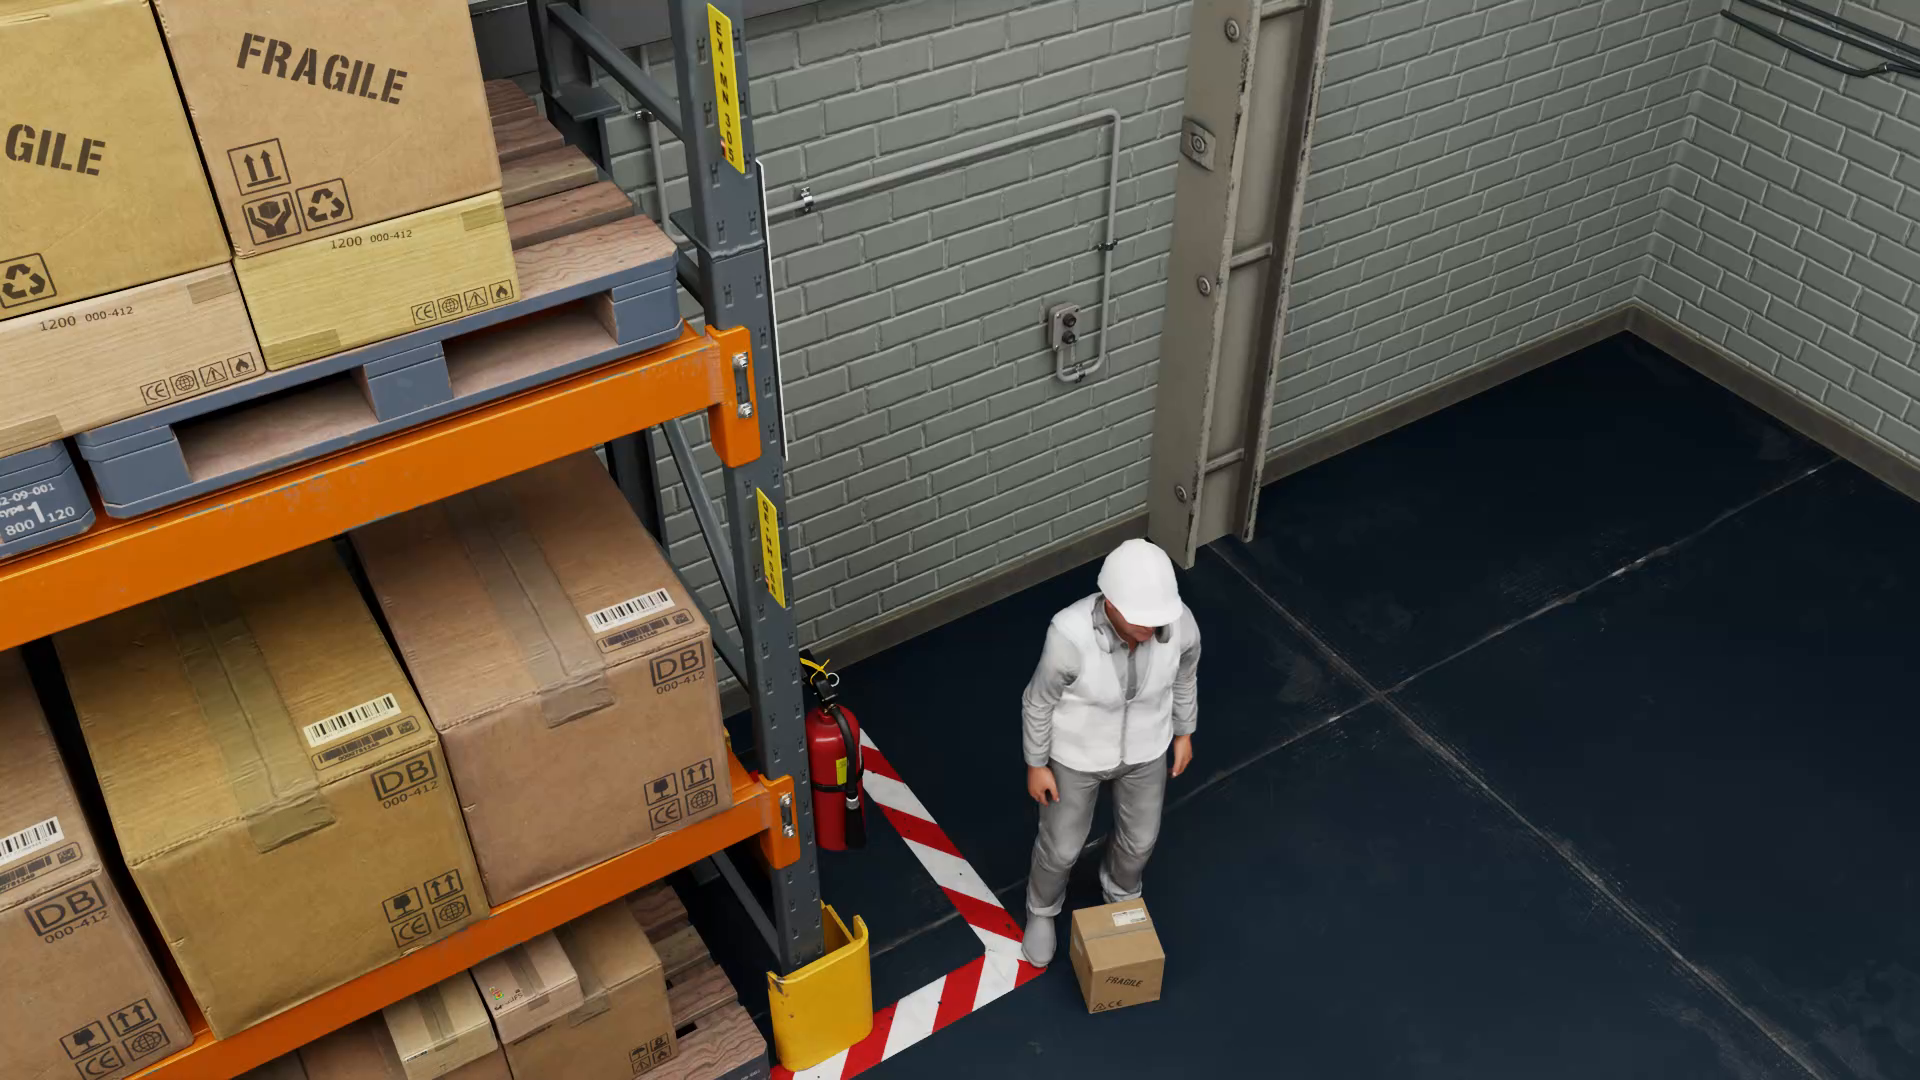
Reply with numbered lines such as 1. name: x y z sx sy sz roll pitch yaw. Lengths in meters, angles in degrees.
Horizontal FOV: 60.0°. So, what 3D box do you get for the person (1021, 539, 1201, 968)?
1. person: 0.480 0.668 5.355 0.594 1.771 0.462 -10 41 -11
